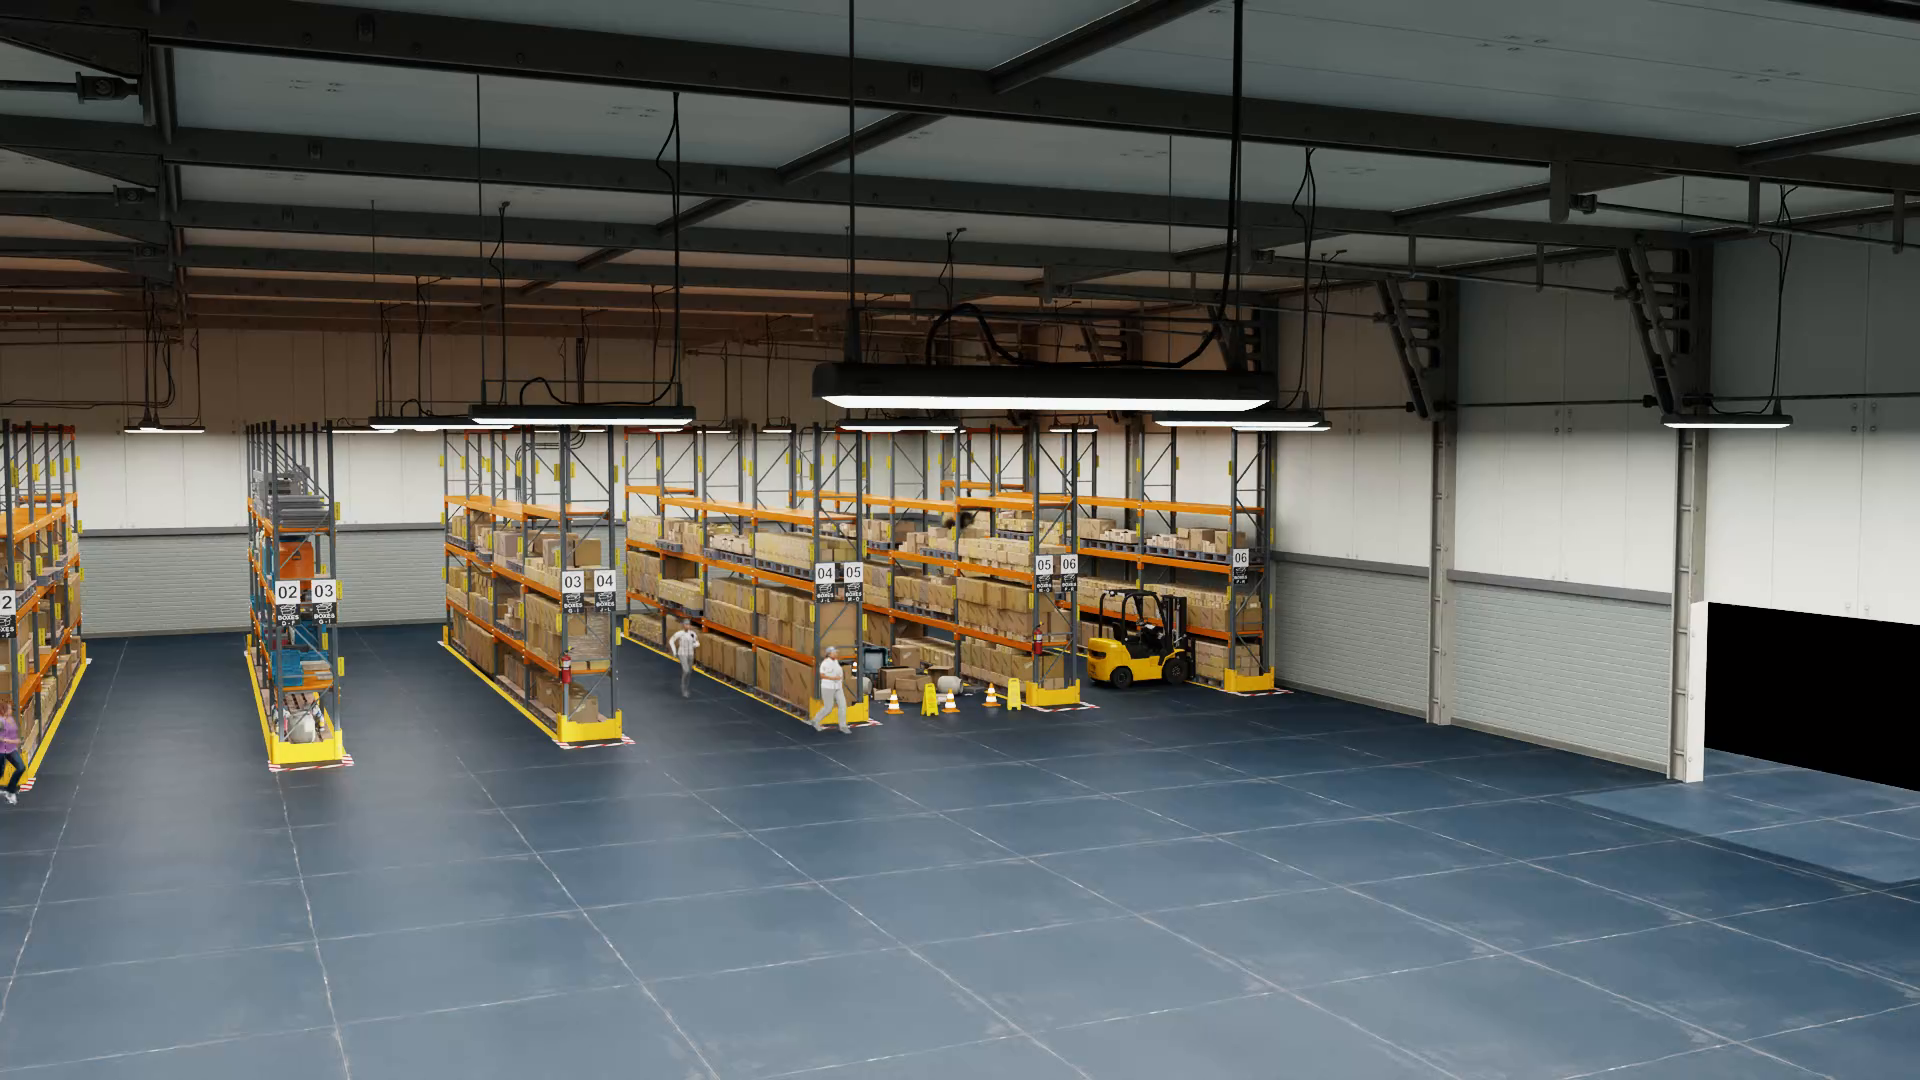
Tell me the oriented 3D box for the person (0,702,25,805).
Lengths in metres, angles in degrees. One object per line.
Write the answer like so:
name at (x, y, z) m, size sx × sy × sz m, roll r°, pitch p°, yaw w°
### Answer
person at (-14.798, 3.311, 25.817) m, size 0.659 × 1.603 × 0.555 m, roll 1°, pitch 4°, yaw 12°

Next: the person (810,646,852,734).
person at (-2.464, 2.887, 31.972) m, size 0.807 × 1.684 × 0.614 m, roll 2°, pitch 4°, yaw 30°

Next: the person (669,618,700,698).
person at (-6.038, 2.590, 36.649) m, size 0.567 × 1.749 × 0.719 m, roll -2°, pitch 4°, yaw -35°
